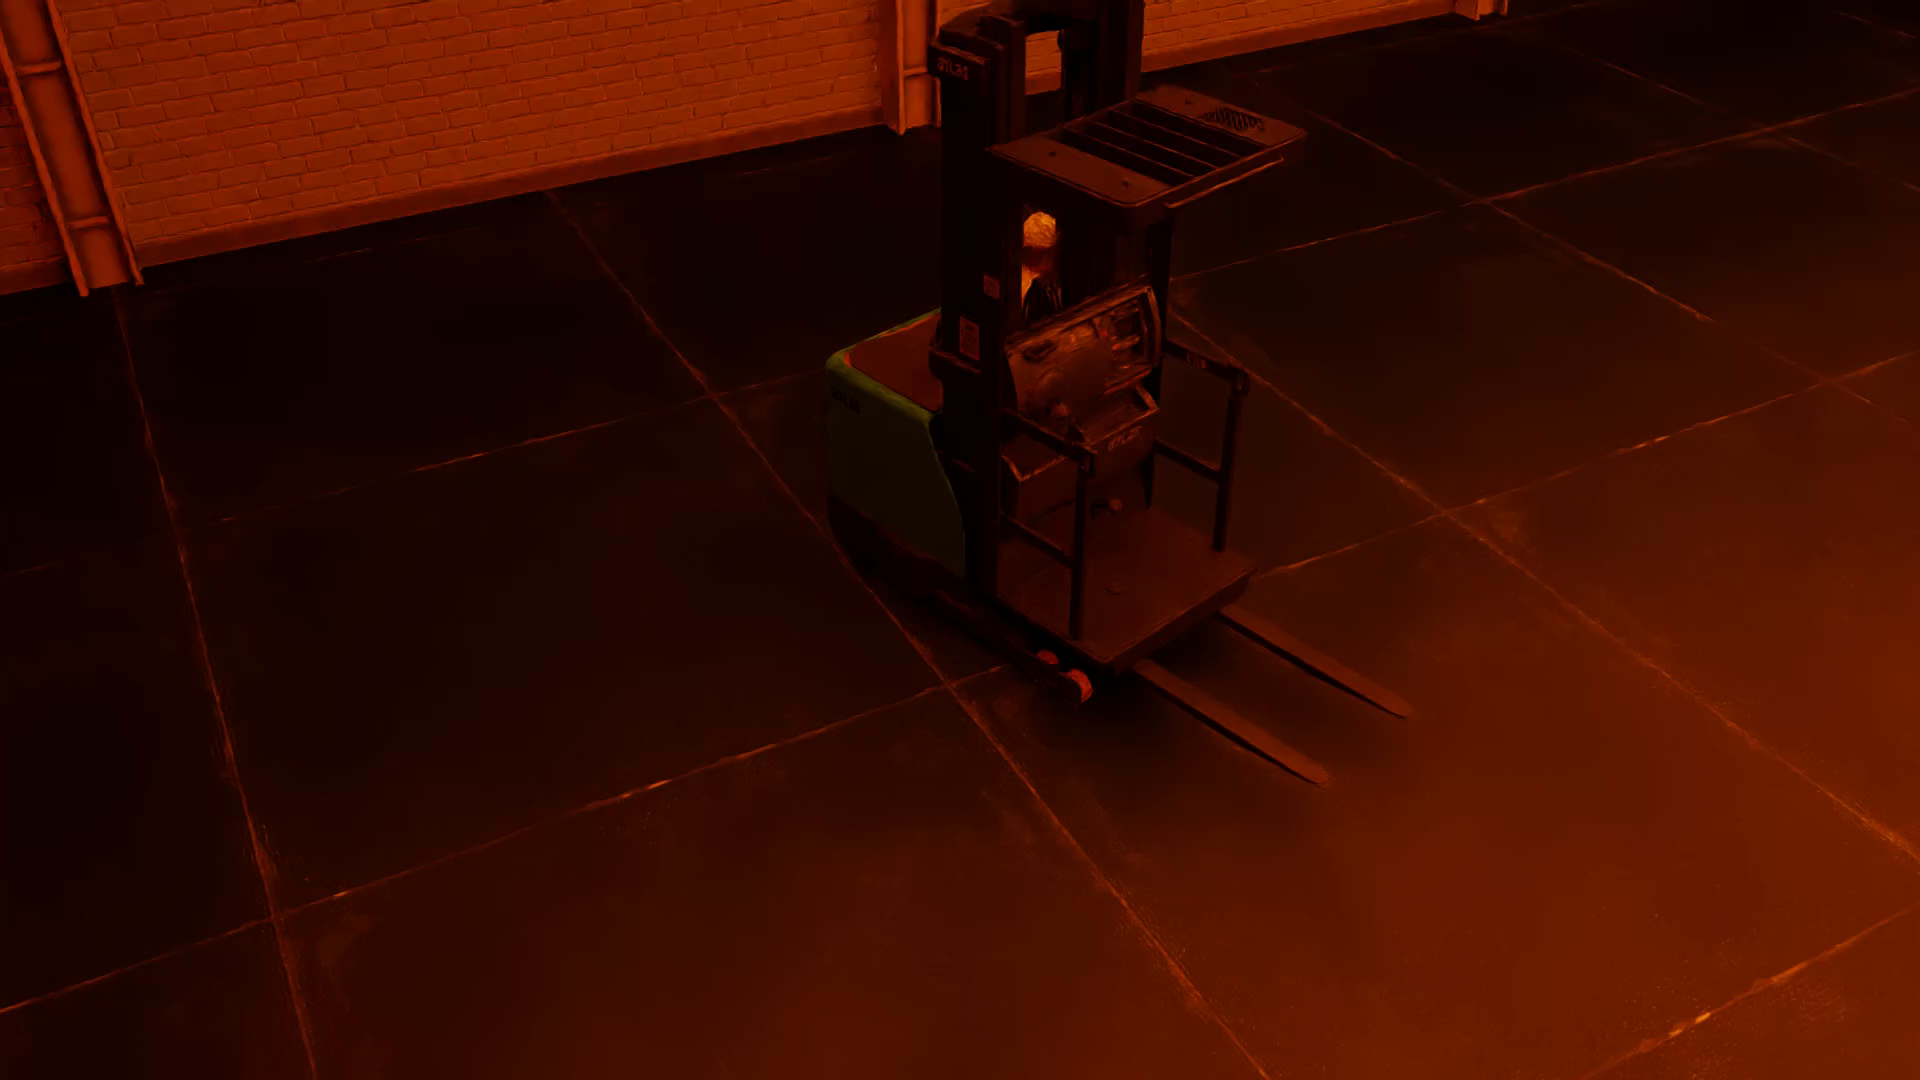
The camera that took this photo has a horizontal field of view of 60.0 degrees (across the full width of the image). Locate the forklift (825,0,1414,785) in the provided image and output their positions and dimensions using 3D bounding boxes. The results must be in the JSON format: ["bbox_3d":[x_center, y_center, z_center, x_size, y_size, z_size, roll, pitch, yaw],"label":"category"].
[{"bbox_3d":[0.699,-0.778,7.224,1.130,2.935,3.031,-28,44,-34],"label":"forklift"}]

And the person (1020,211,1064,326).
[{"bbox_3d":[0.483,-0.803,8.210,0.880,1.726,0.737,-22,41,-28],"label":"person"}]
